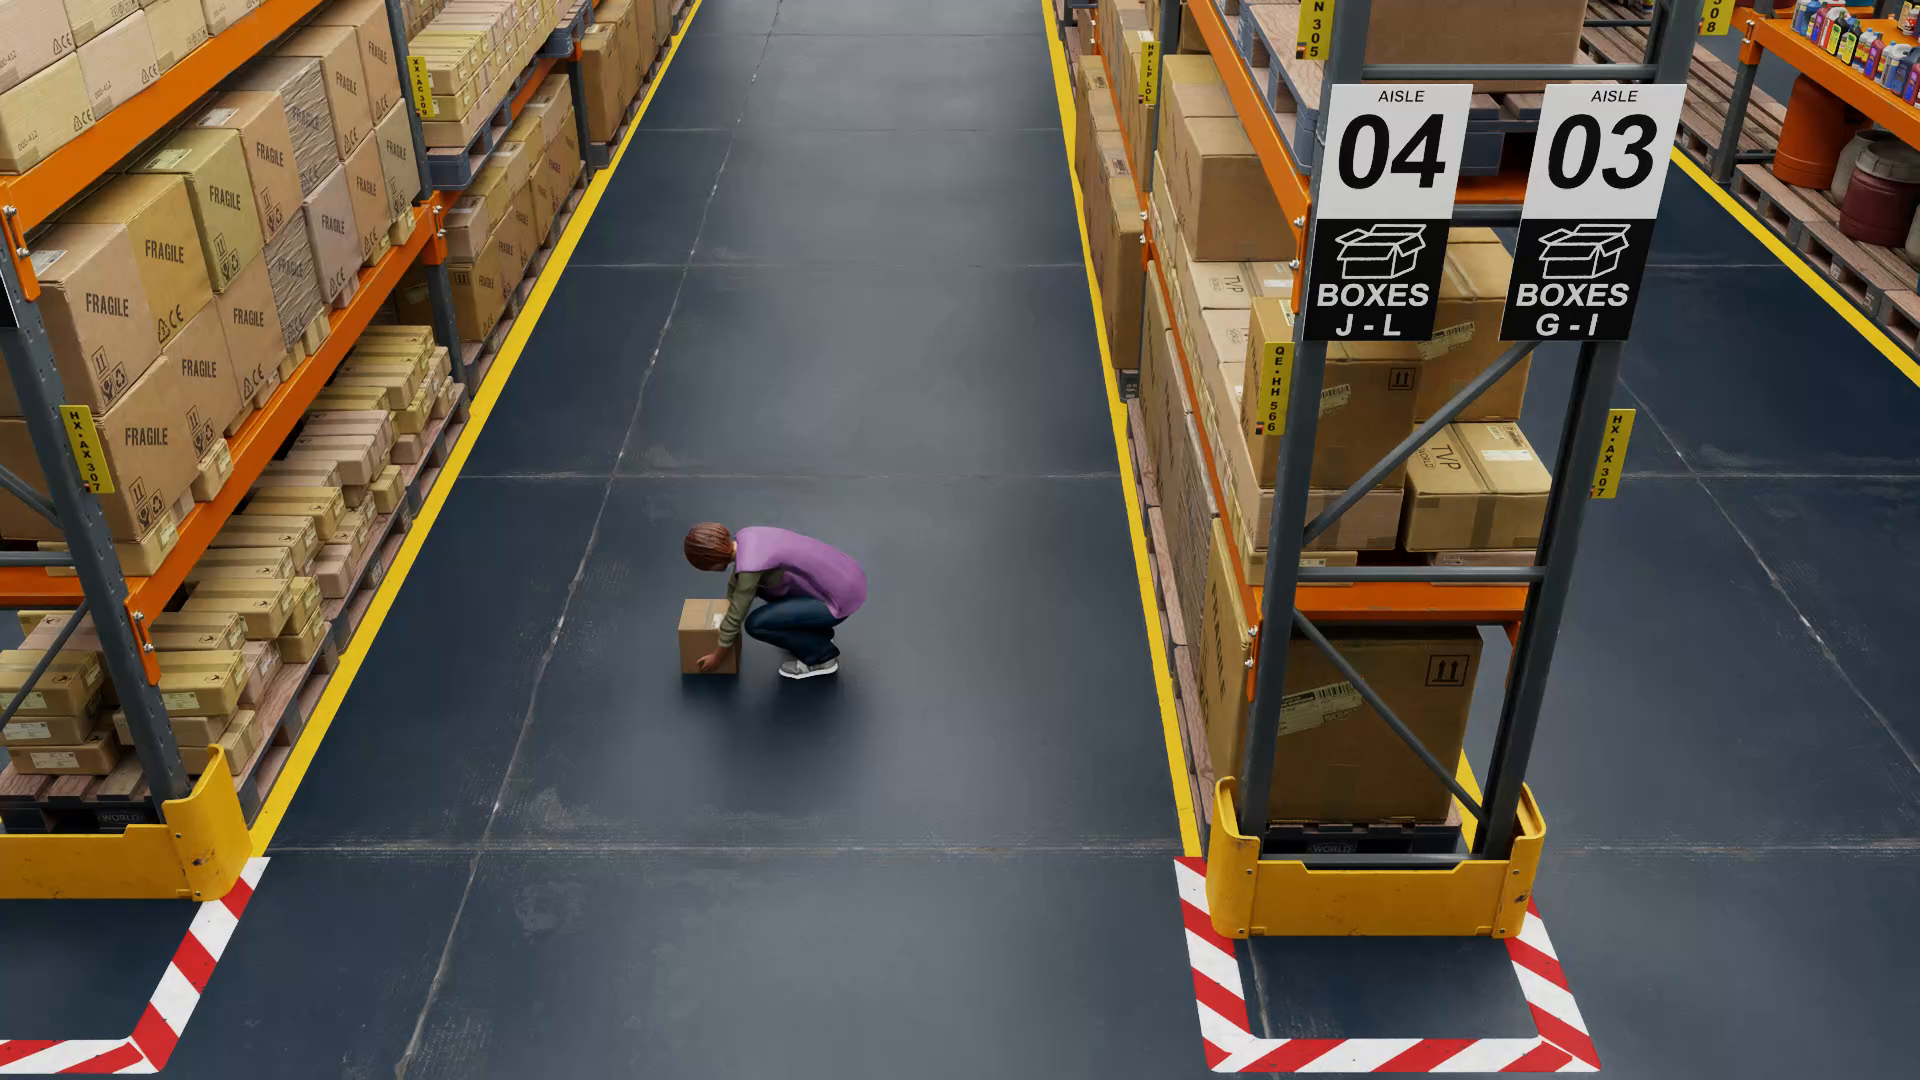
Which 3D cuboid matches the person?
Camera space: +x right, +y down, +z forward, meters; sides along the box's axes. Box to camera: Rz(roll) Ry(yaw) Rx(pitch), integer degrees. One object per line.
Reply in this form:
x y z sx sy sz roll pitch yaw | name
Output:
-0.826 0.251 7.563 0.808 0.765 0.433 0 32 0 | person
